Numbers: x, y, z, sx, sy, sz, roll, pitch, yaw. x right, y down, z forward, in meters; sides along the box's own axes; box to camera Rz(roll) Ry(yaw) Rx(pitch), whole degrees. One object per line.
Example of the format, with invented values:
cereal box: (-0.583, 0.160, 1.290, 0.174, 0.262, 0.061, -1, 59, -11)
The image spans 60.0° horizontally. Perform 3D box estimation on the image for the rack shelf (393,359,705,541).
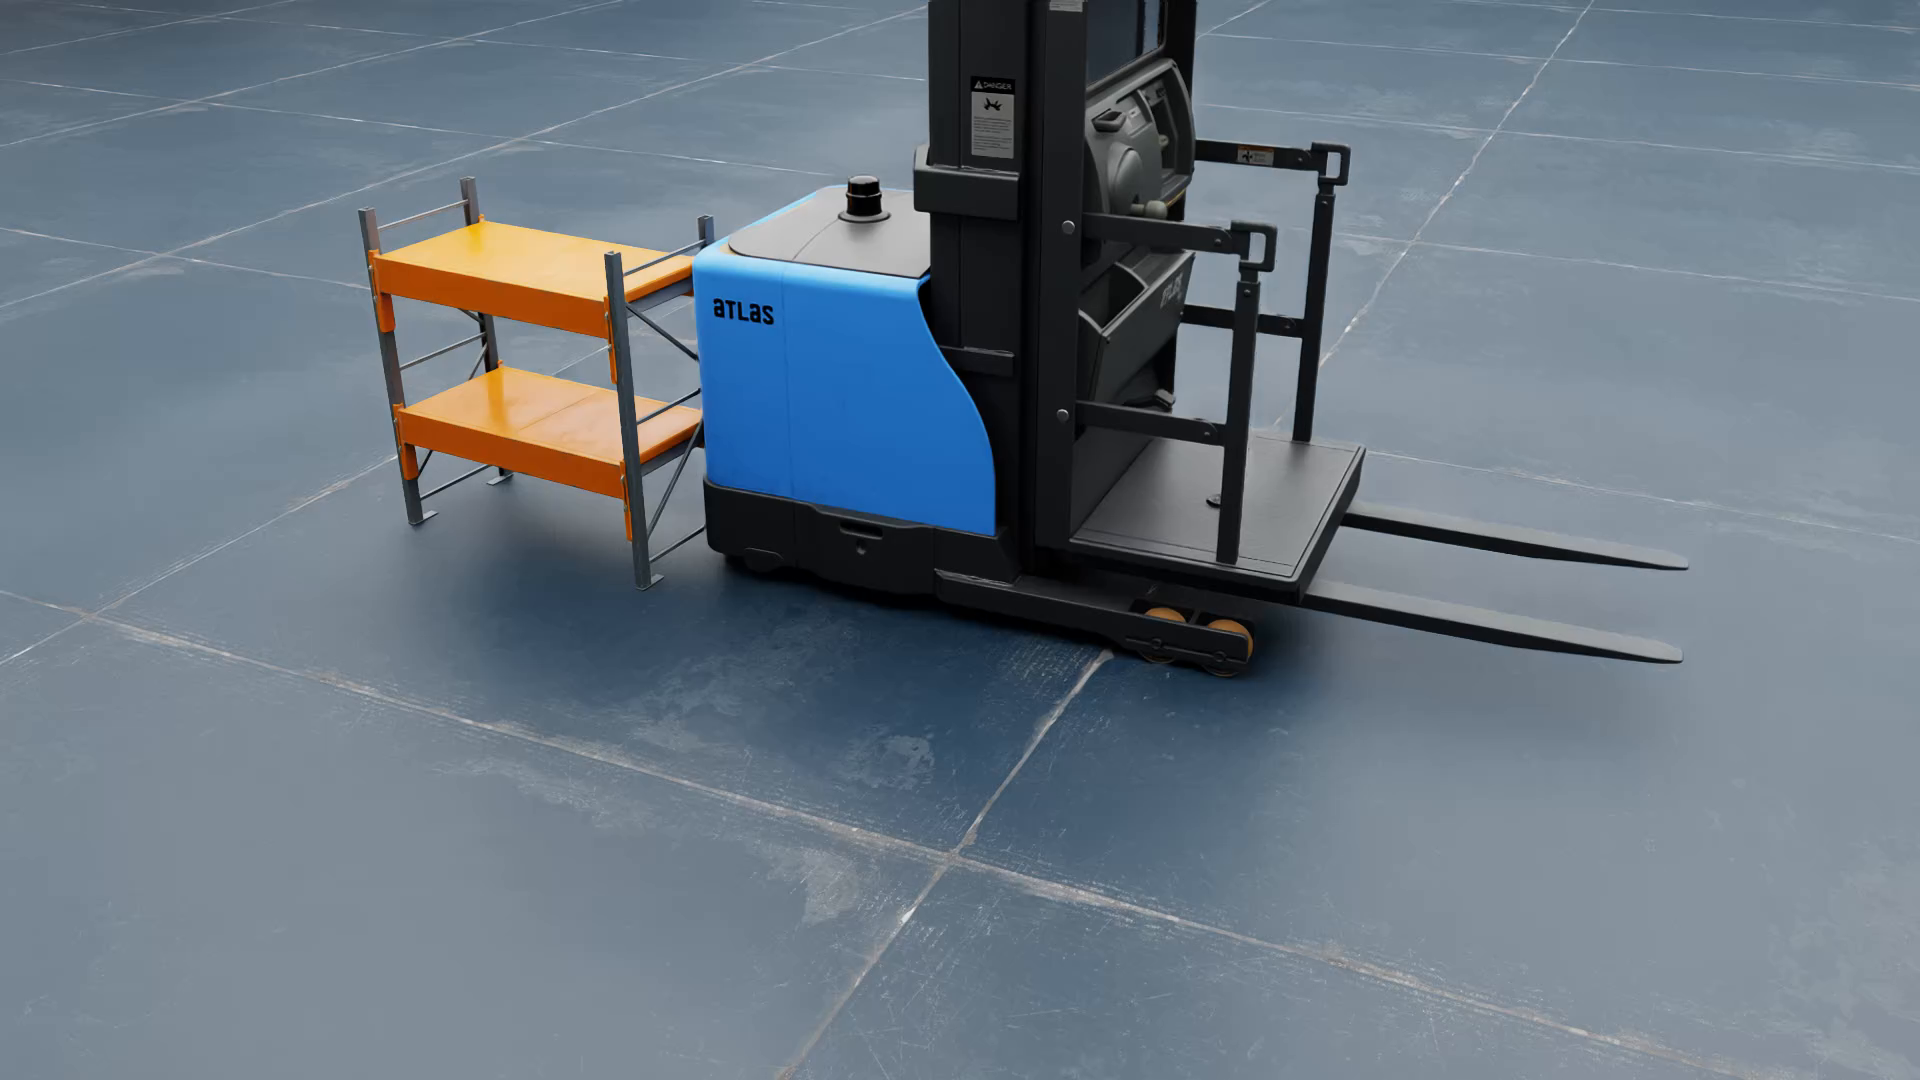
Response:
rack shelf: (-1.366, -0.327, 5.694, 1.000, 0.278, 0.538, 14, 29, 26)

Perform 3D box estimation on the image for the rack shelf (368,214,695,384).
rack shelf: (-1.366, -0.809, 5.456, 1.000, 0.278, 0.538, 14, 29, 26)

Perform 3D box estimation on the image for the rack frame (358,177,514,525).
rack frame: (-1.811, -0.655, 5.807, 0.032, 1.125, 0.500, 14, 29, 26)

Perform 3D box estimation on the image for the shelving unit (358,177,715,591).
shelving unit: (-1.366, -0.546, 5.586, 1.048, 1.125, 0.538, 14, 29, 26)

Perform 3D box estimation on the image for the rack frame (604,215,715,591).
rack frame: (-0.922, -0.437, 5.364, 0.032, 1.125, 0.500, 14, 29, 26)

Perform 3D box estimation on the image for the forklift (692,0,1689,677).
forklift: (0.720, -1.177, 4.822, 3.031, 2.935, 1.130, 11, 28, 20)
